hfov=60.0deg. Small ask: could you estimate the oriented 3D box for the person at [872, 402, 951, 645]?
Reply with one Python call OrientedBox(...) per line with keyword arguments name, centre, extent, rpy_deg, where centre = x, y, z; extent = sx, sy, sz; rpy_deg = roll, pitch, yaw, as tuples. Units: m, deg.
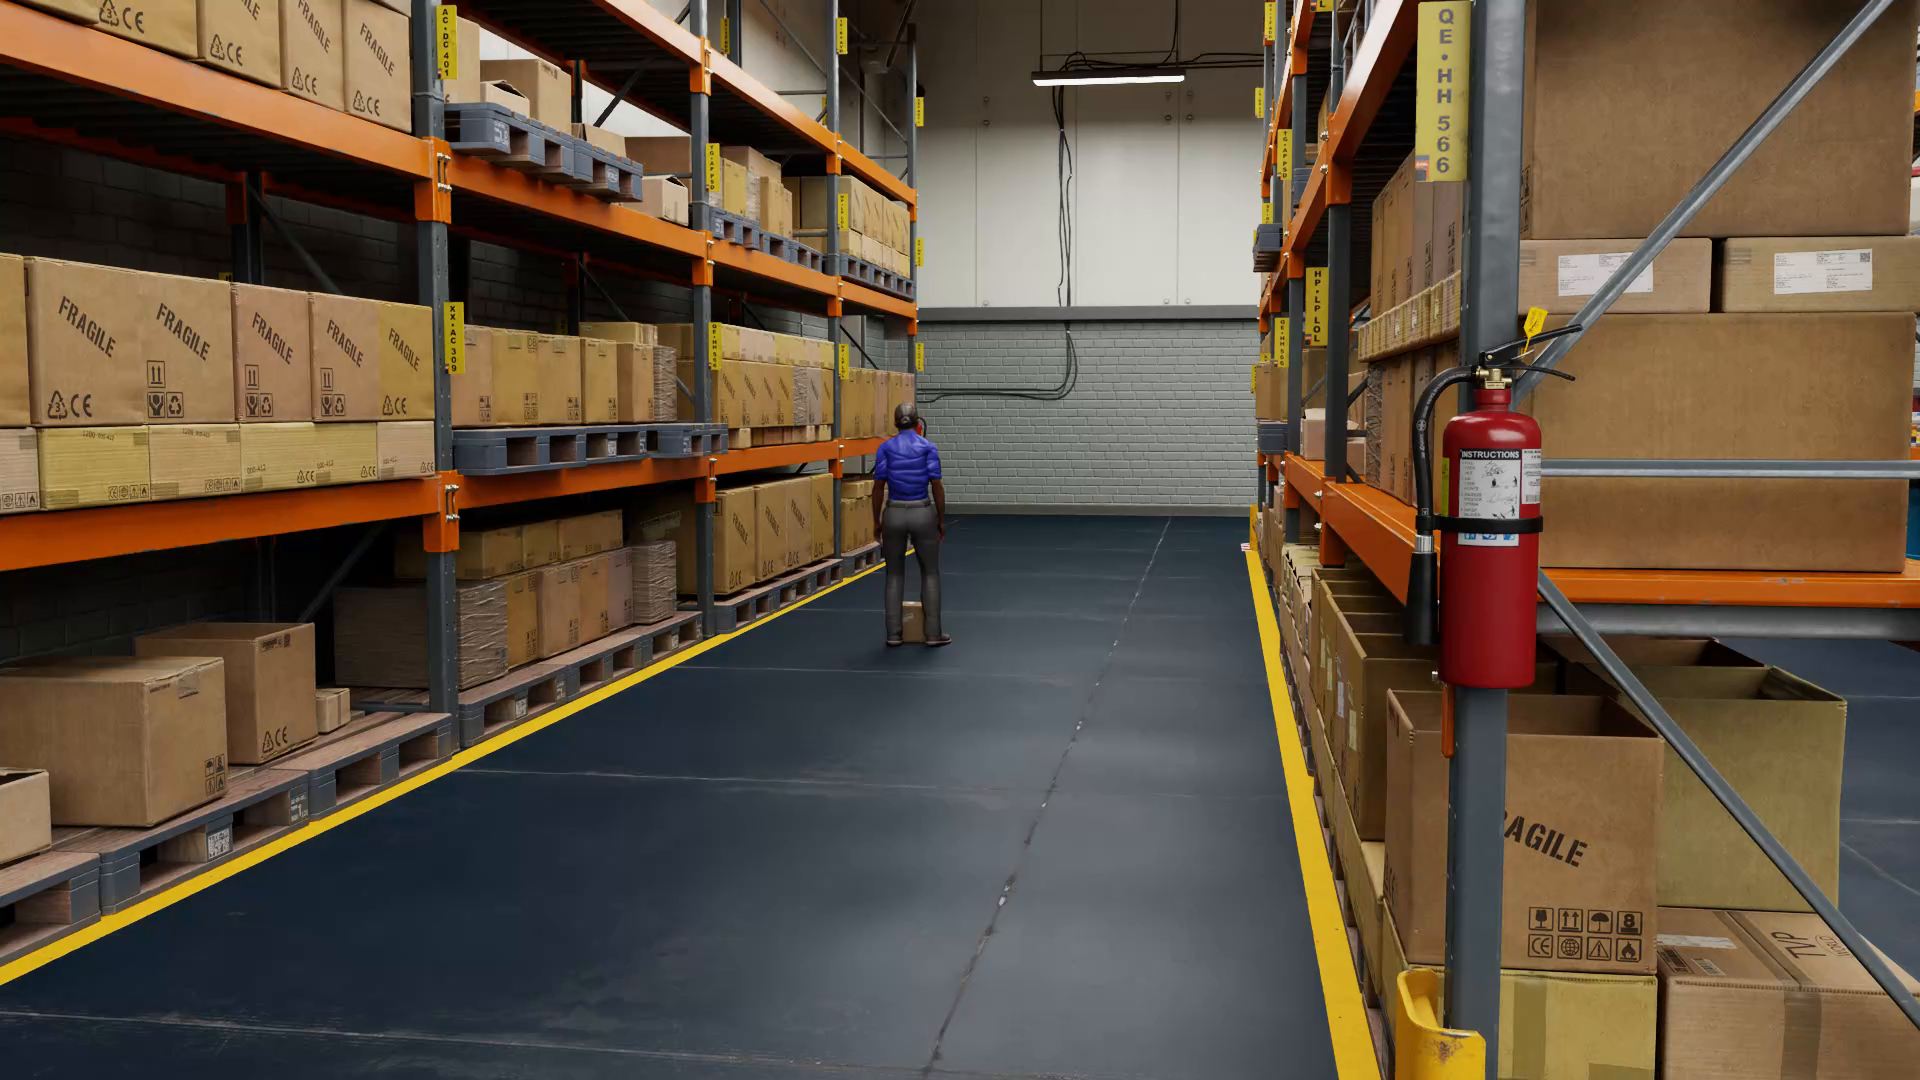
OrientedBox(name="person", centre=(-0.333, -0.110, 11.309), extent=(0.530, 1.654, 0.352), rpy_deg=(0, 5, 5))
